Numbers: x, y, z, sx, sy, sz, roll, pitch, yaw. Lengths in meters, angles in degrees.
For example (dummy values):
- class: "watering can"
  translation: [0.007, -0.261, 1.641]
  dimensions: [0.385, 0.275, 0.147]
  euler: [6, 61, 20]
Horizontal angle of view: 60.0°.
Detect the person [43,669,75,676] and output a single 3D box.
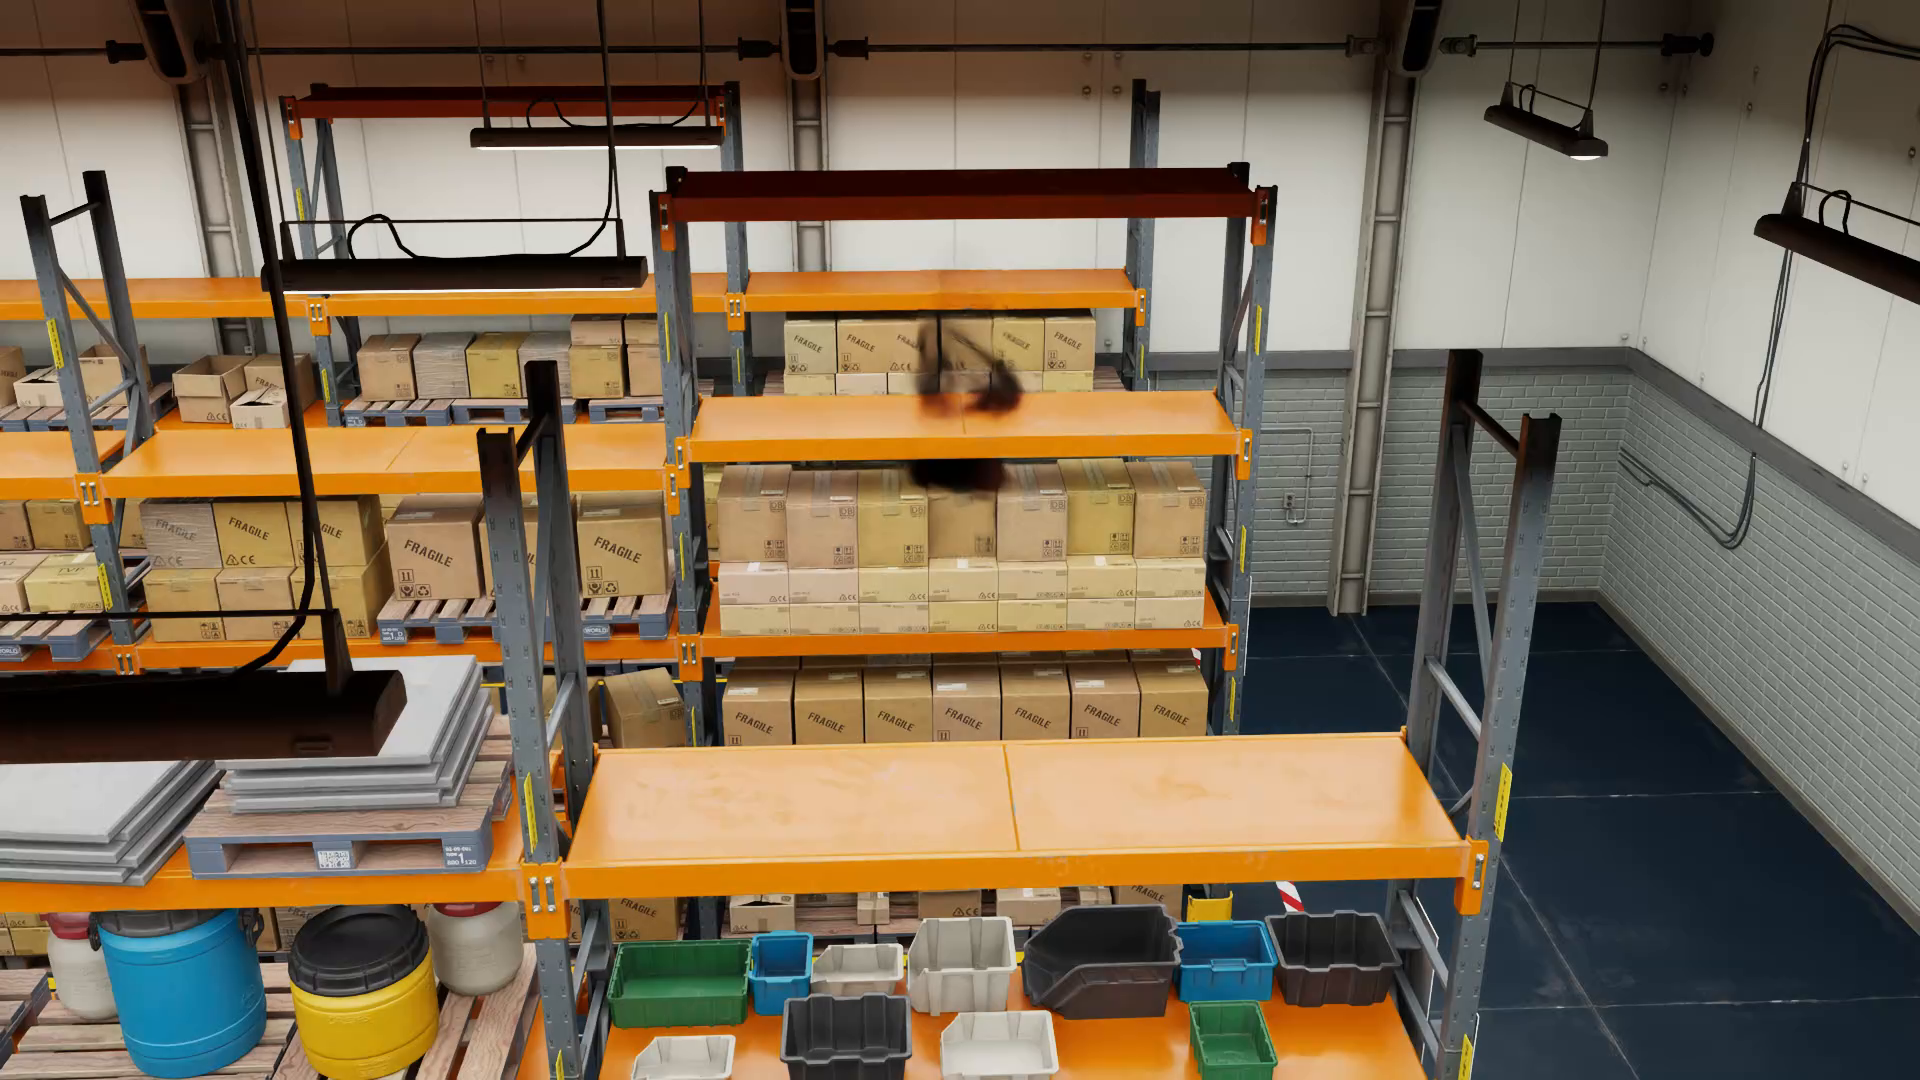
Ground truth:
- class: "person"
  translation: [-7.723, 1.771, 14.521]
  dimensions: [0.808, 1.737, 0.545]
  euler: [-2, 22, -5]
